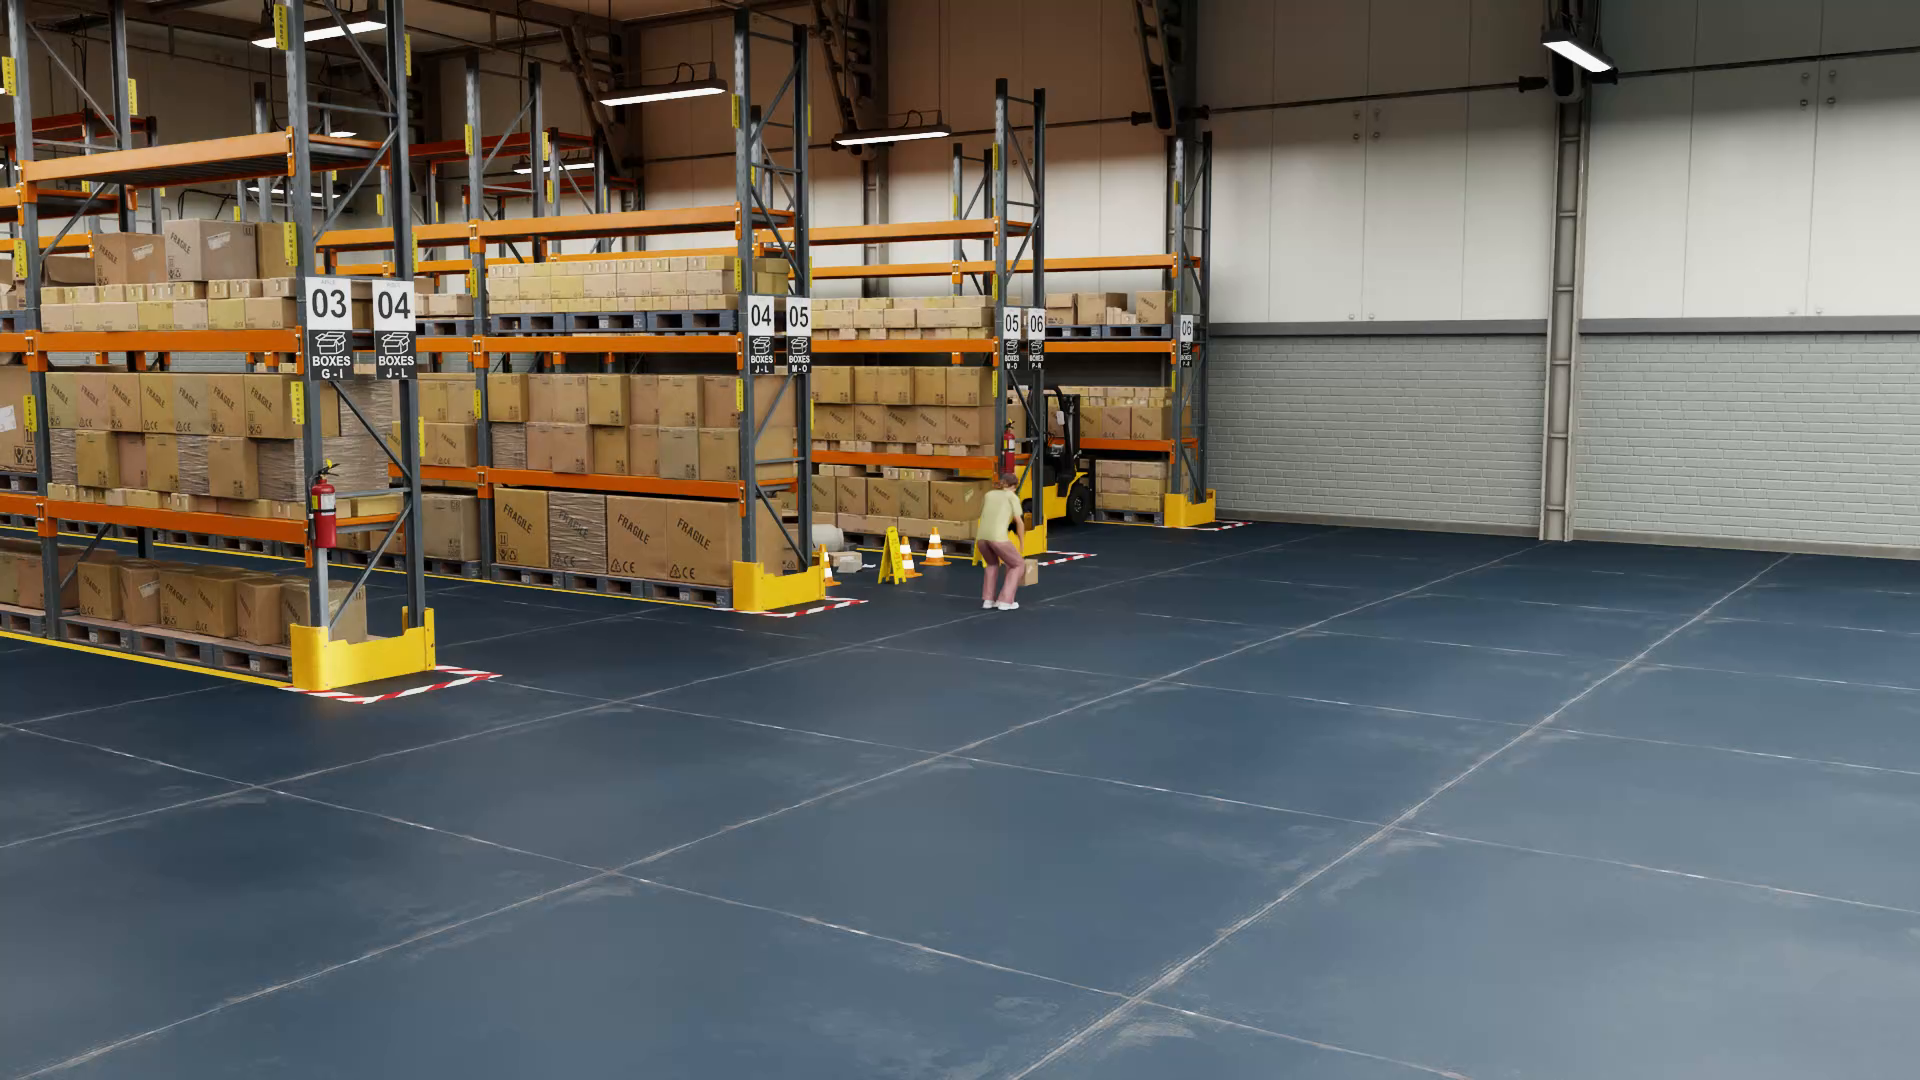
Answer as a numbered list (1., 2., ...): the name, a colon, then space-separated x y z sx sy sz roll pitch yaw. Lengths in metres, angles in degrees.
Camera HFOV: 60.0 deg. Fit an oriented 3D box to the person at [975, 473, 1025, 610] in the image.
1. person: 0.401 0.010 17.184 0.510 1.391 0.633 4 8 34
